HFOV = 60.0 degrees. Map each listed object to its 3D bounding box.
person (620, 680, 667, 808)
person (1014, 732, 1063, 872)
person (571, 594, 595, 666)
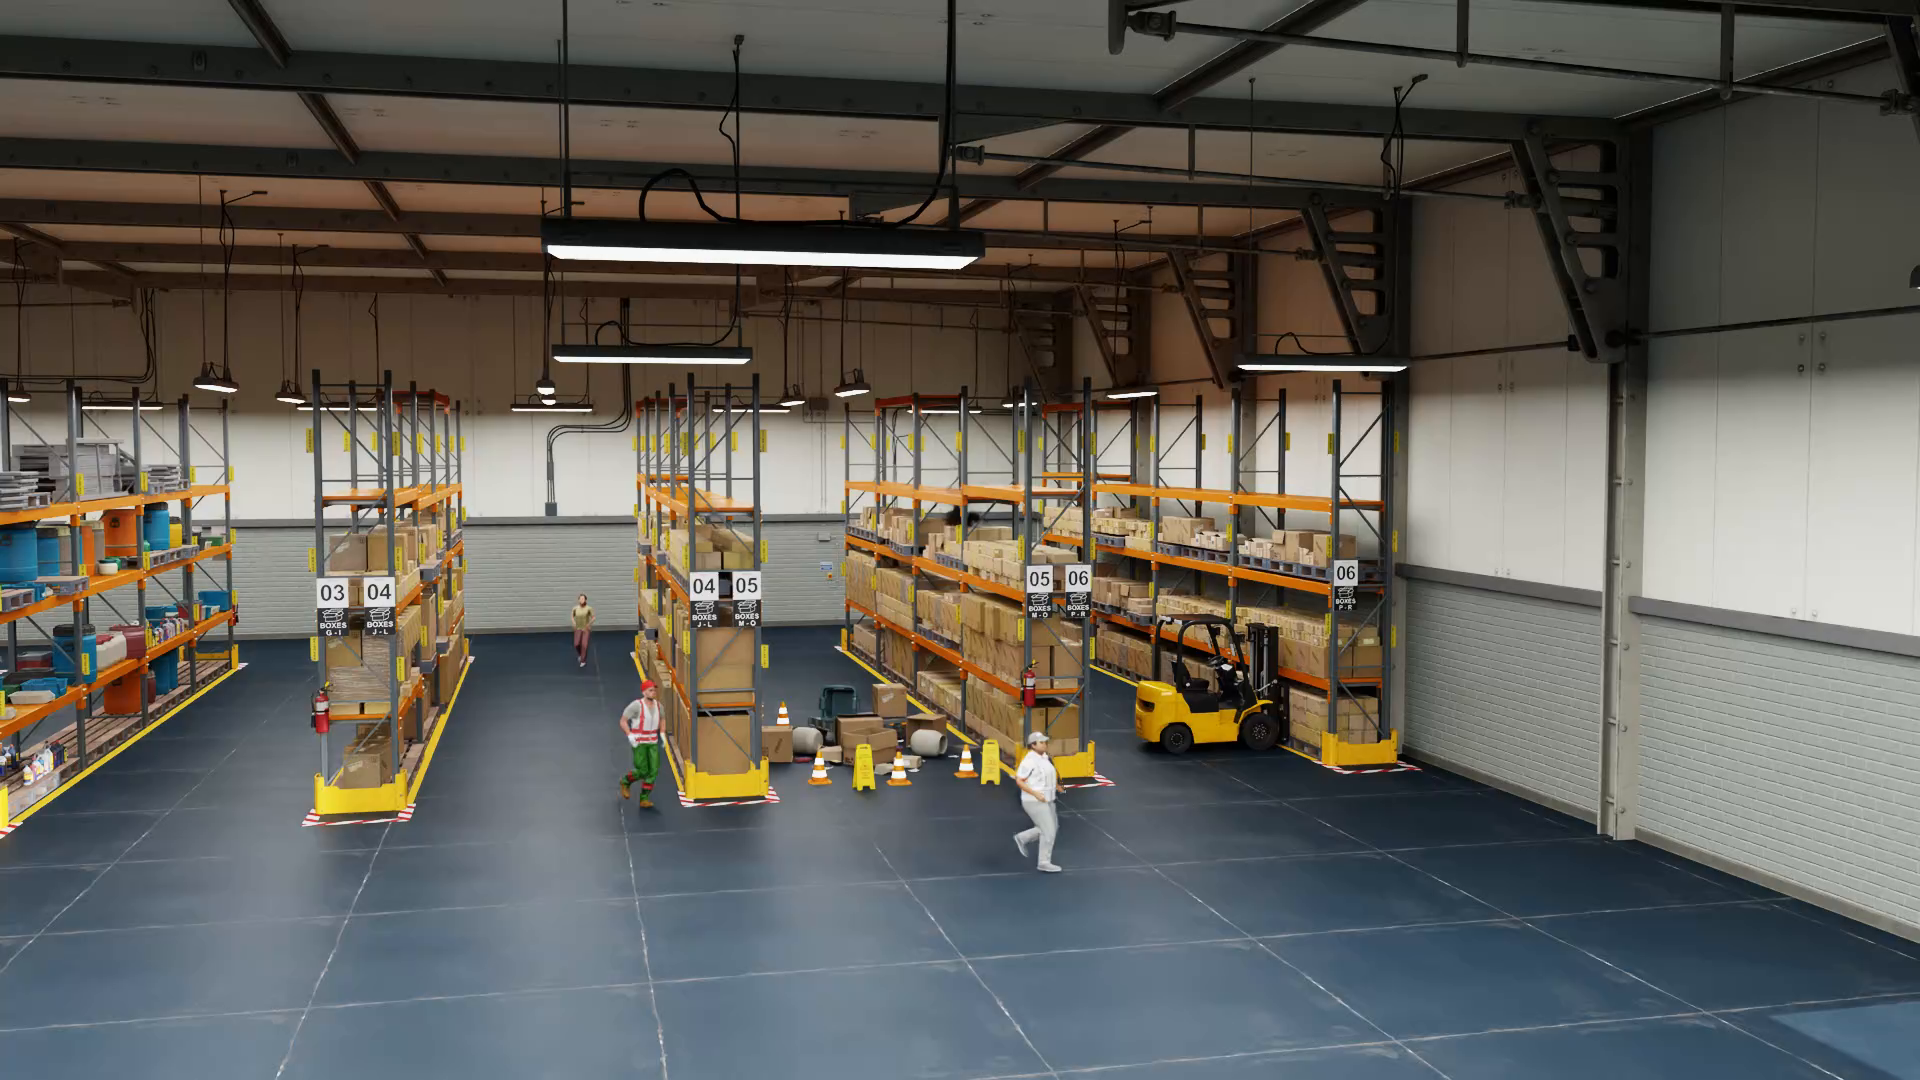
[{"bbox_3d":[-4.393,2.804,23.054,0.601,1.756,0.710,3,5,44],"label":"person"},{"bbox_3d":[0.906,3.061,19.554,0.654,1.620,0.613,2,4,31],"label":"person"},{"bbox_3d":[-8.513,2.037,37.516,0.555,1.633,0.527,0,3,-3],"label":"person"}]
